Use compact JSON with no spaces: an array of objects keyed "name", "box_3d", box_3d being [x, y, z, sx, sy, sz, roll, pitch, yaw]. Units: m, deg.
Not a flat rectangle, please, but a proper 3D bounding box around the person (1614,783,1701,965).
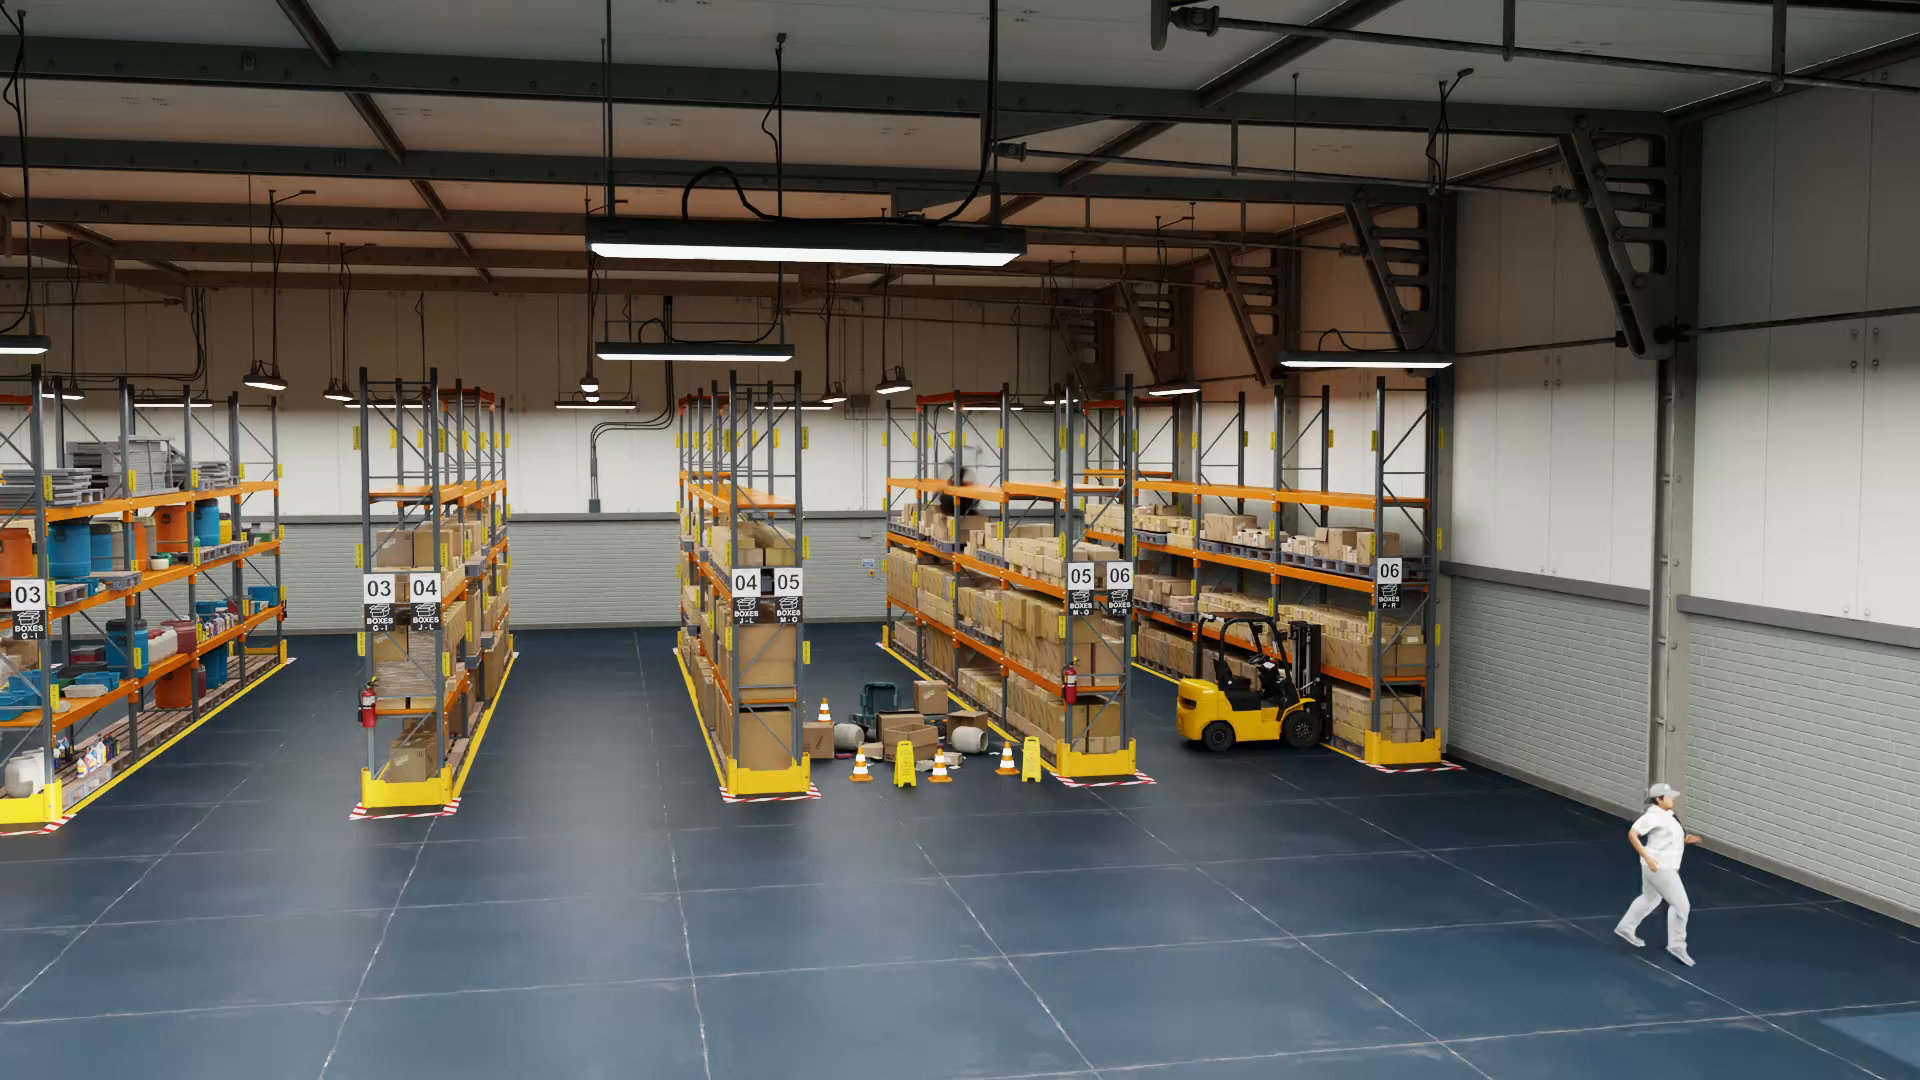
[{"name":"person","box_3d":[6.768,3.212,16.125,0.754,1.727,0.580,2,4,27]}]
